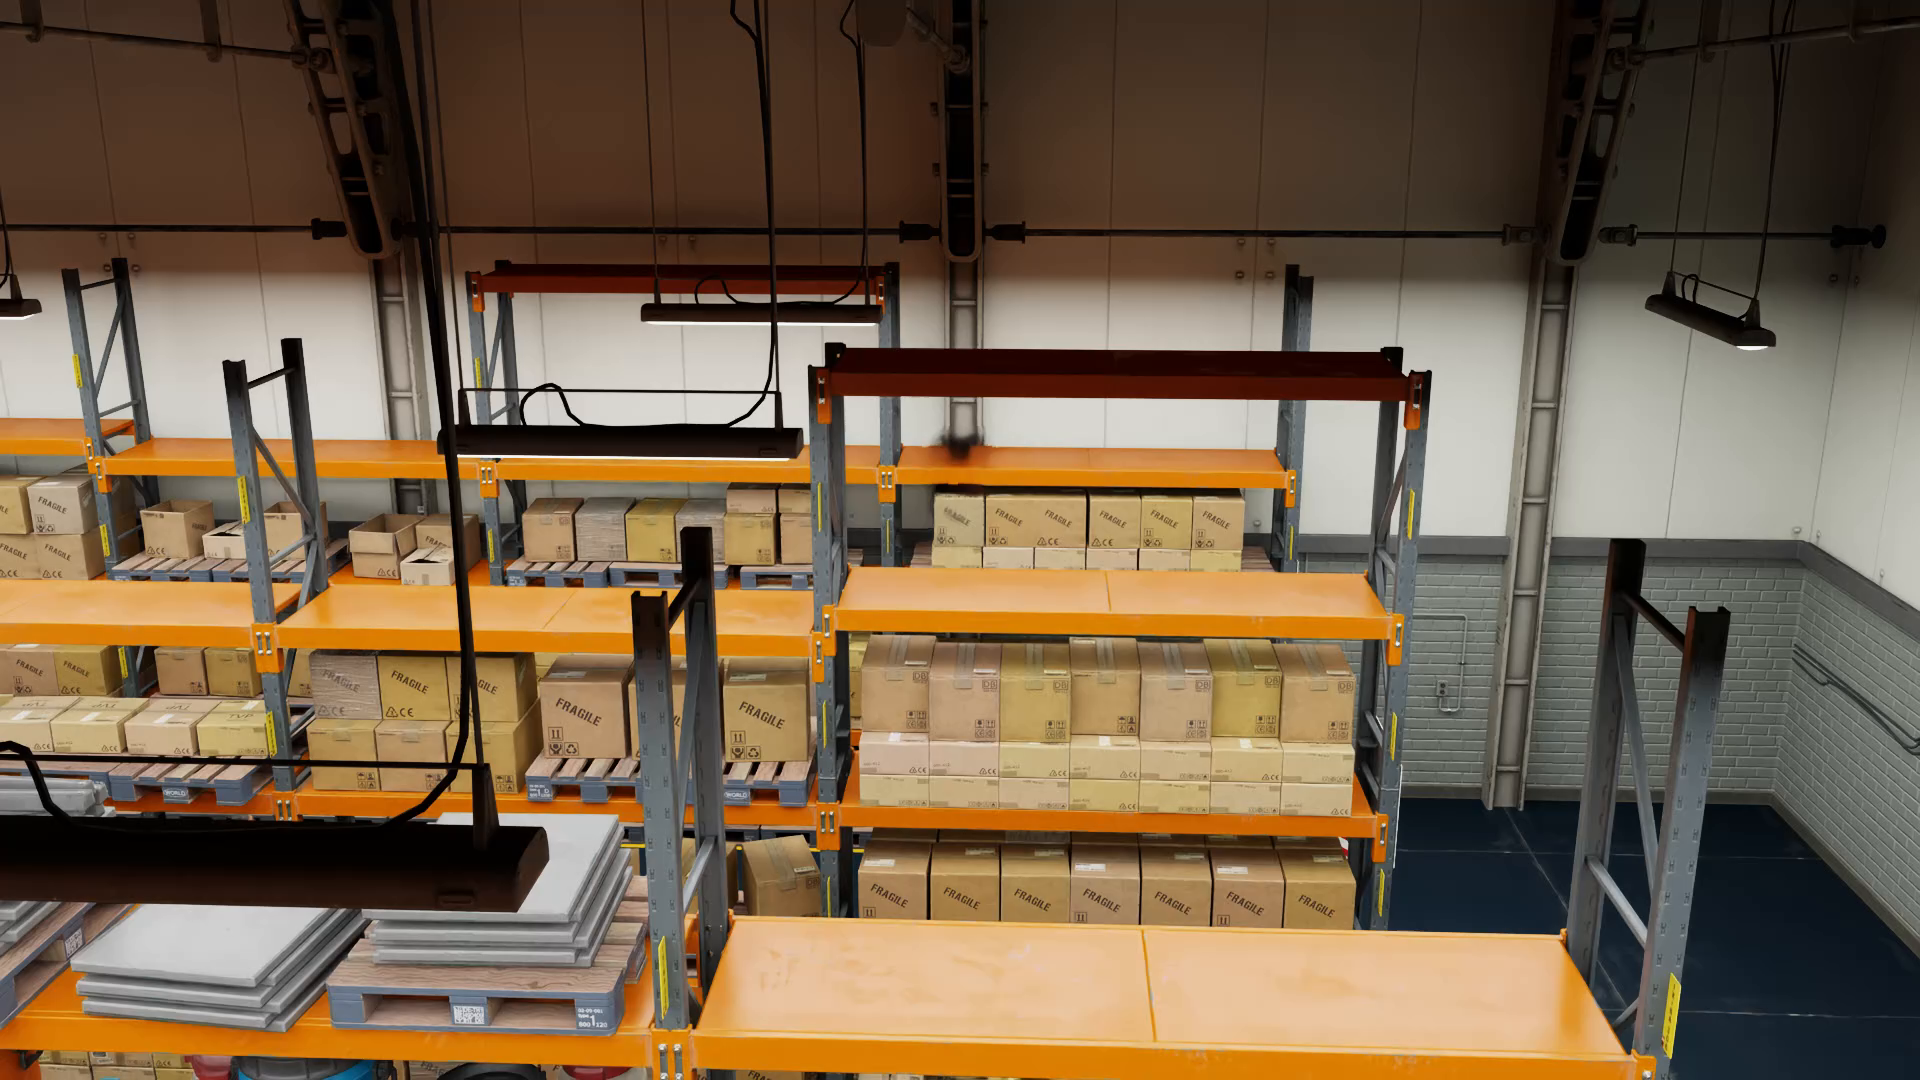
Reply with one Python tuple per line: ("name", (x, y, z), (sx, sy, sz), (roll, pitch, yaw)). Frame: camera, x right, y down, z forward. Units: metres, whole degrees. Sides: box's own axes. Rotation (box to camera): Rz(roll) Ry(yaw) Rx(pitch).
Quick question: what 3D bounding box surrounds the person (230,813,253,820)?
("person", (-6.215, 3.194, 14.774), (0.602, 1.703, 0.523), (-10, 19, -30))
